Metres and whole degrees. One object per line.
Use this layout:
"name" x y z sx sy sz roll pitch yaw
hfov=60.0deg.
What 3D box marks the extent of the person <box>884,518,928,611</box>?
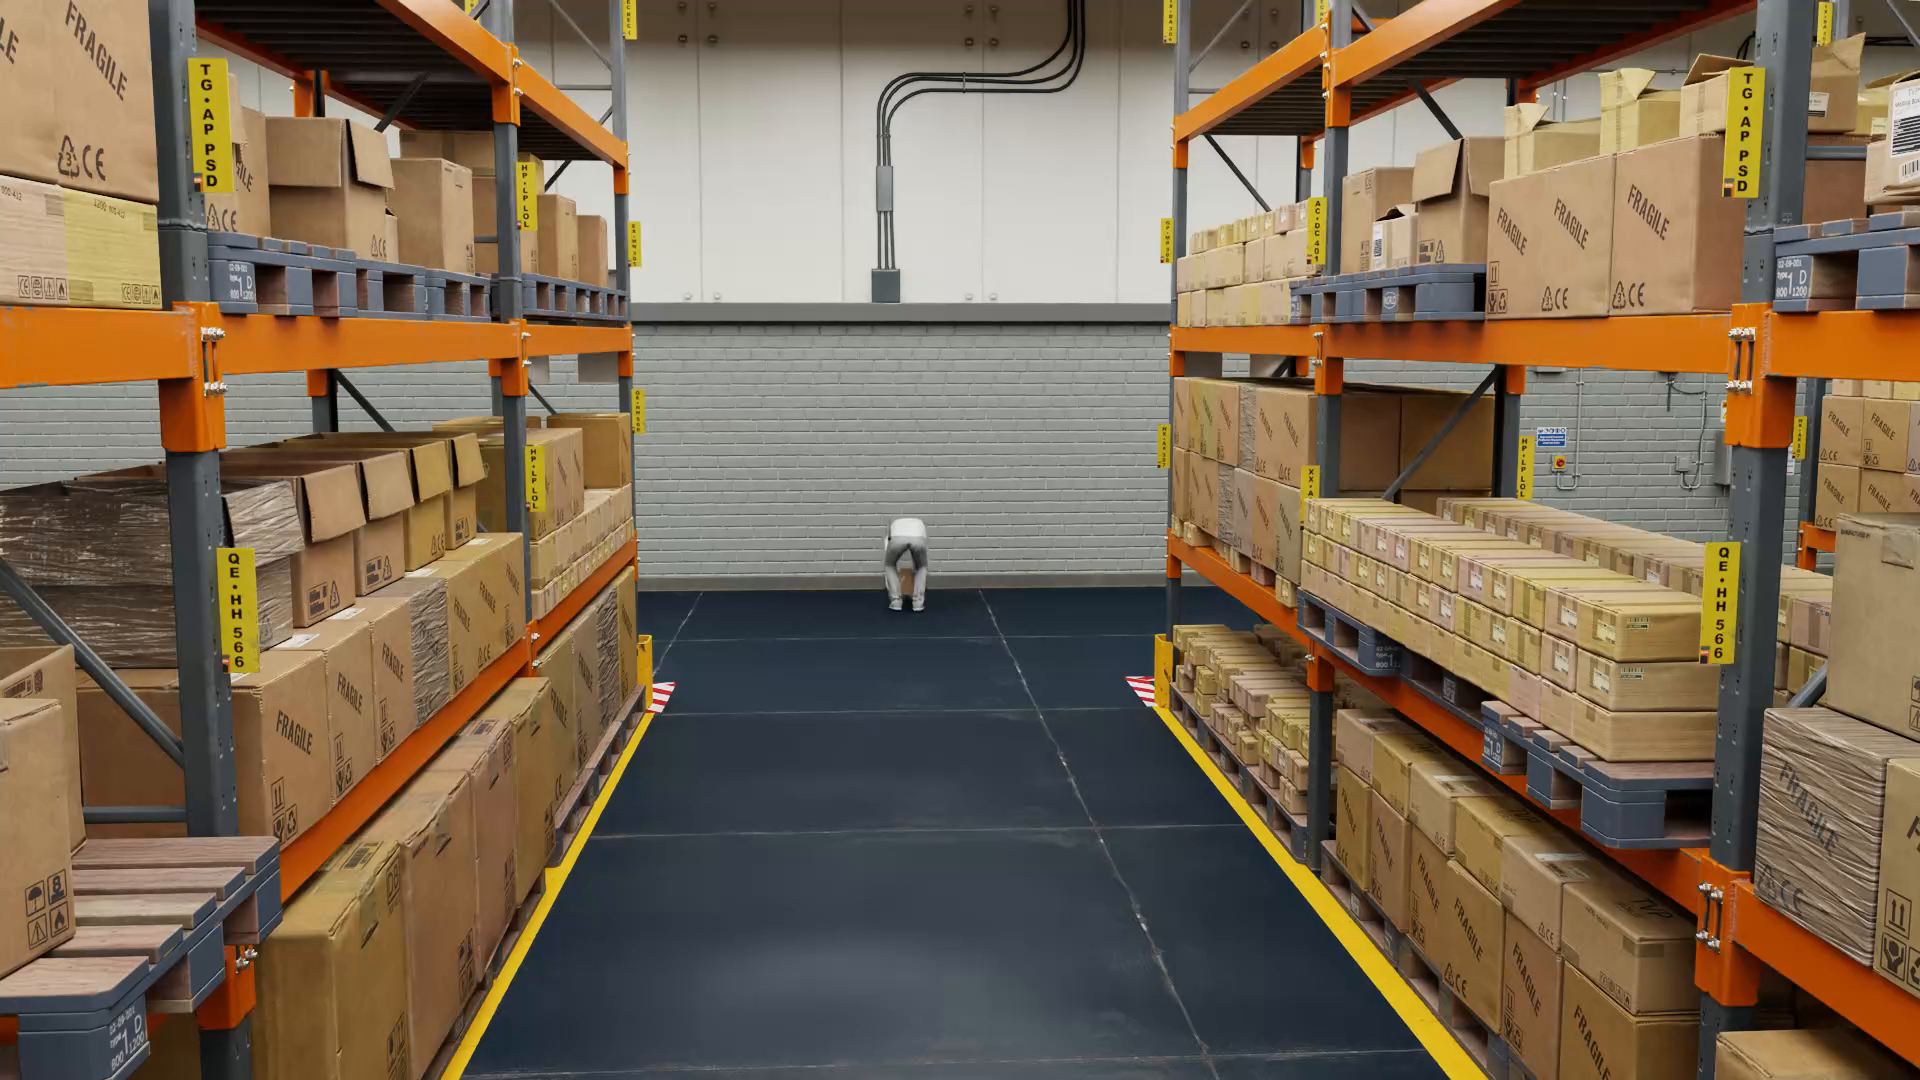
"person" -0.554 0.224 16.881 0.437 0.947 0.891 -1 7 -7
